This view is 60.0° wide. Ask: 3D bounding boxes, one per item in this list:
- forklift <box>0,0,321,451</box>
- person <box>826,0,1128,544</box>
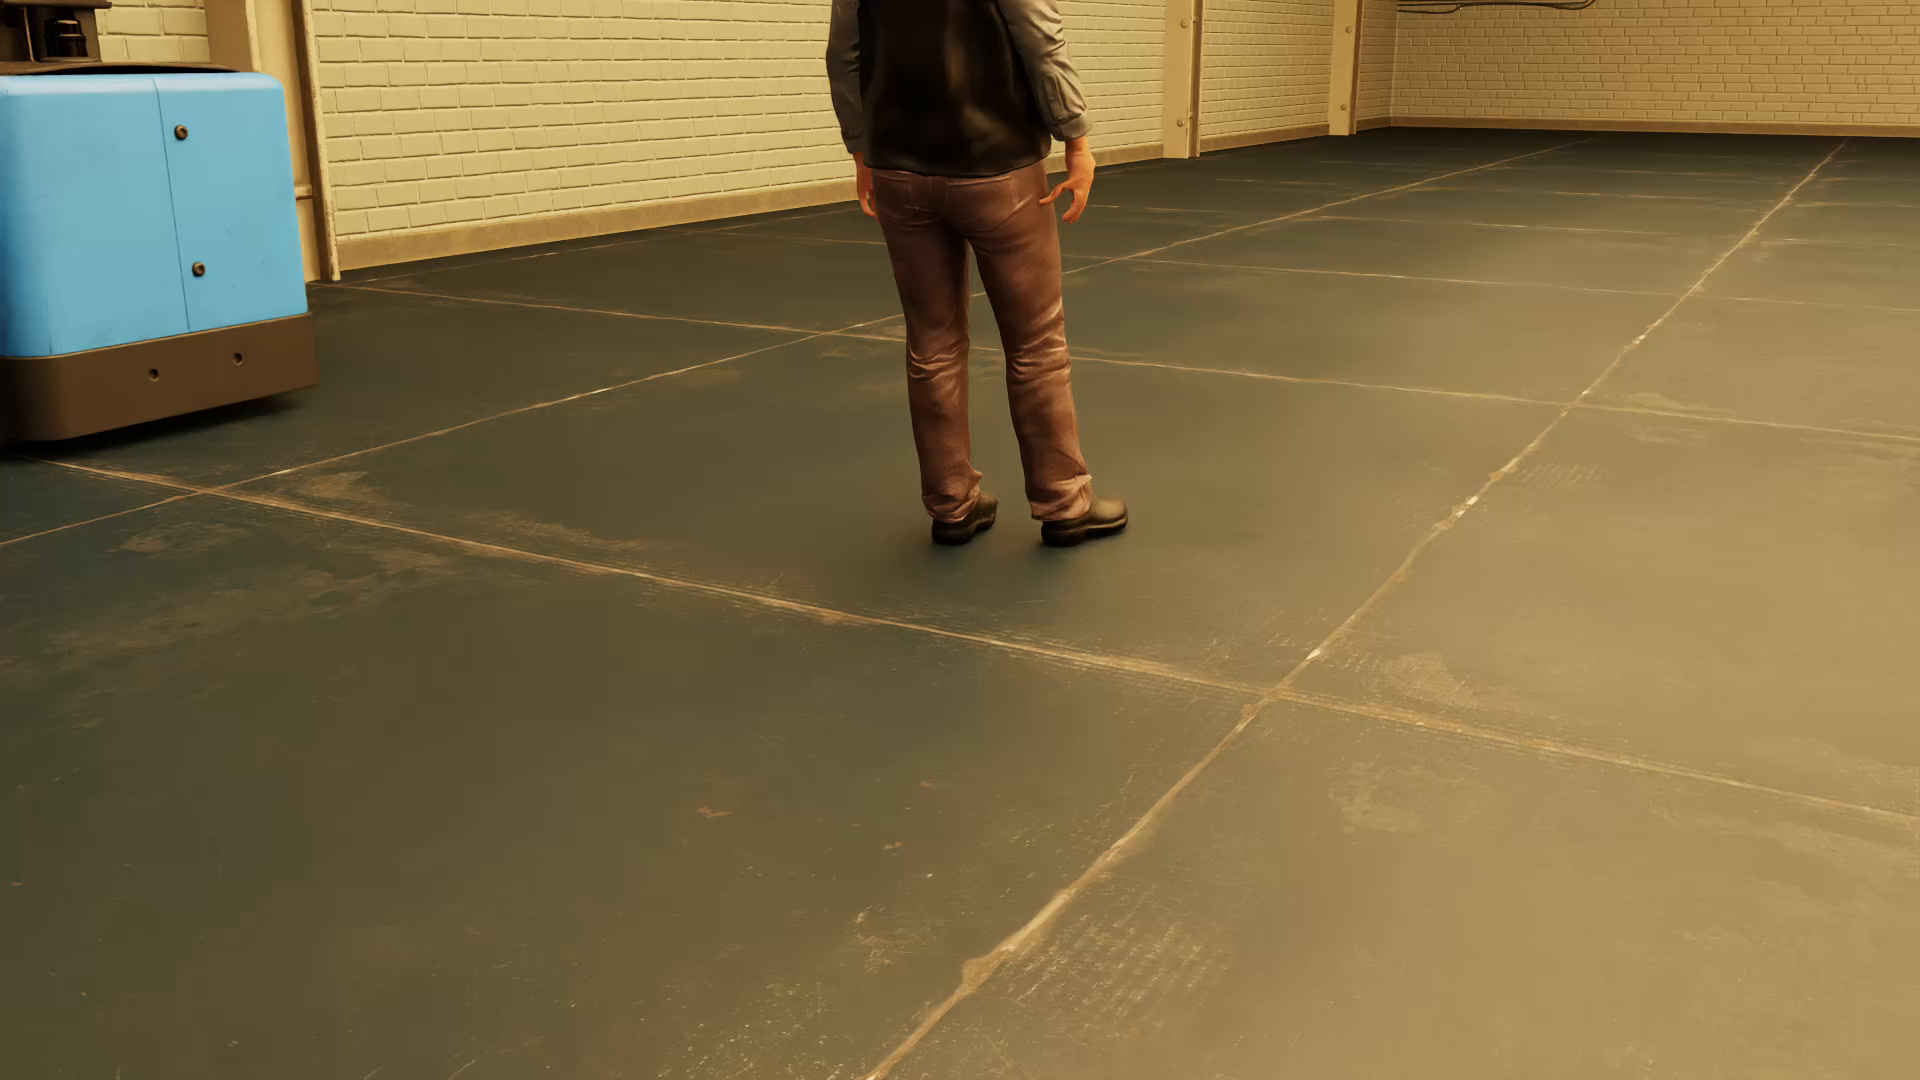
[{"bbox_3d":[-3.687,-1.937,5.429,3.031,2.935,1.130,8,18,26],"label":"forklift"},{"bbox_3d":[0.037,-0.847,3.845,0.633,1.722,0.566,9,19,28],"label":"person"}]
